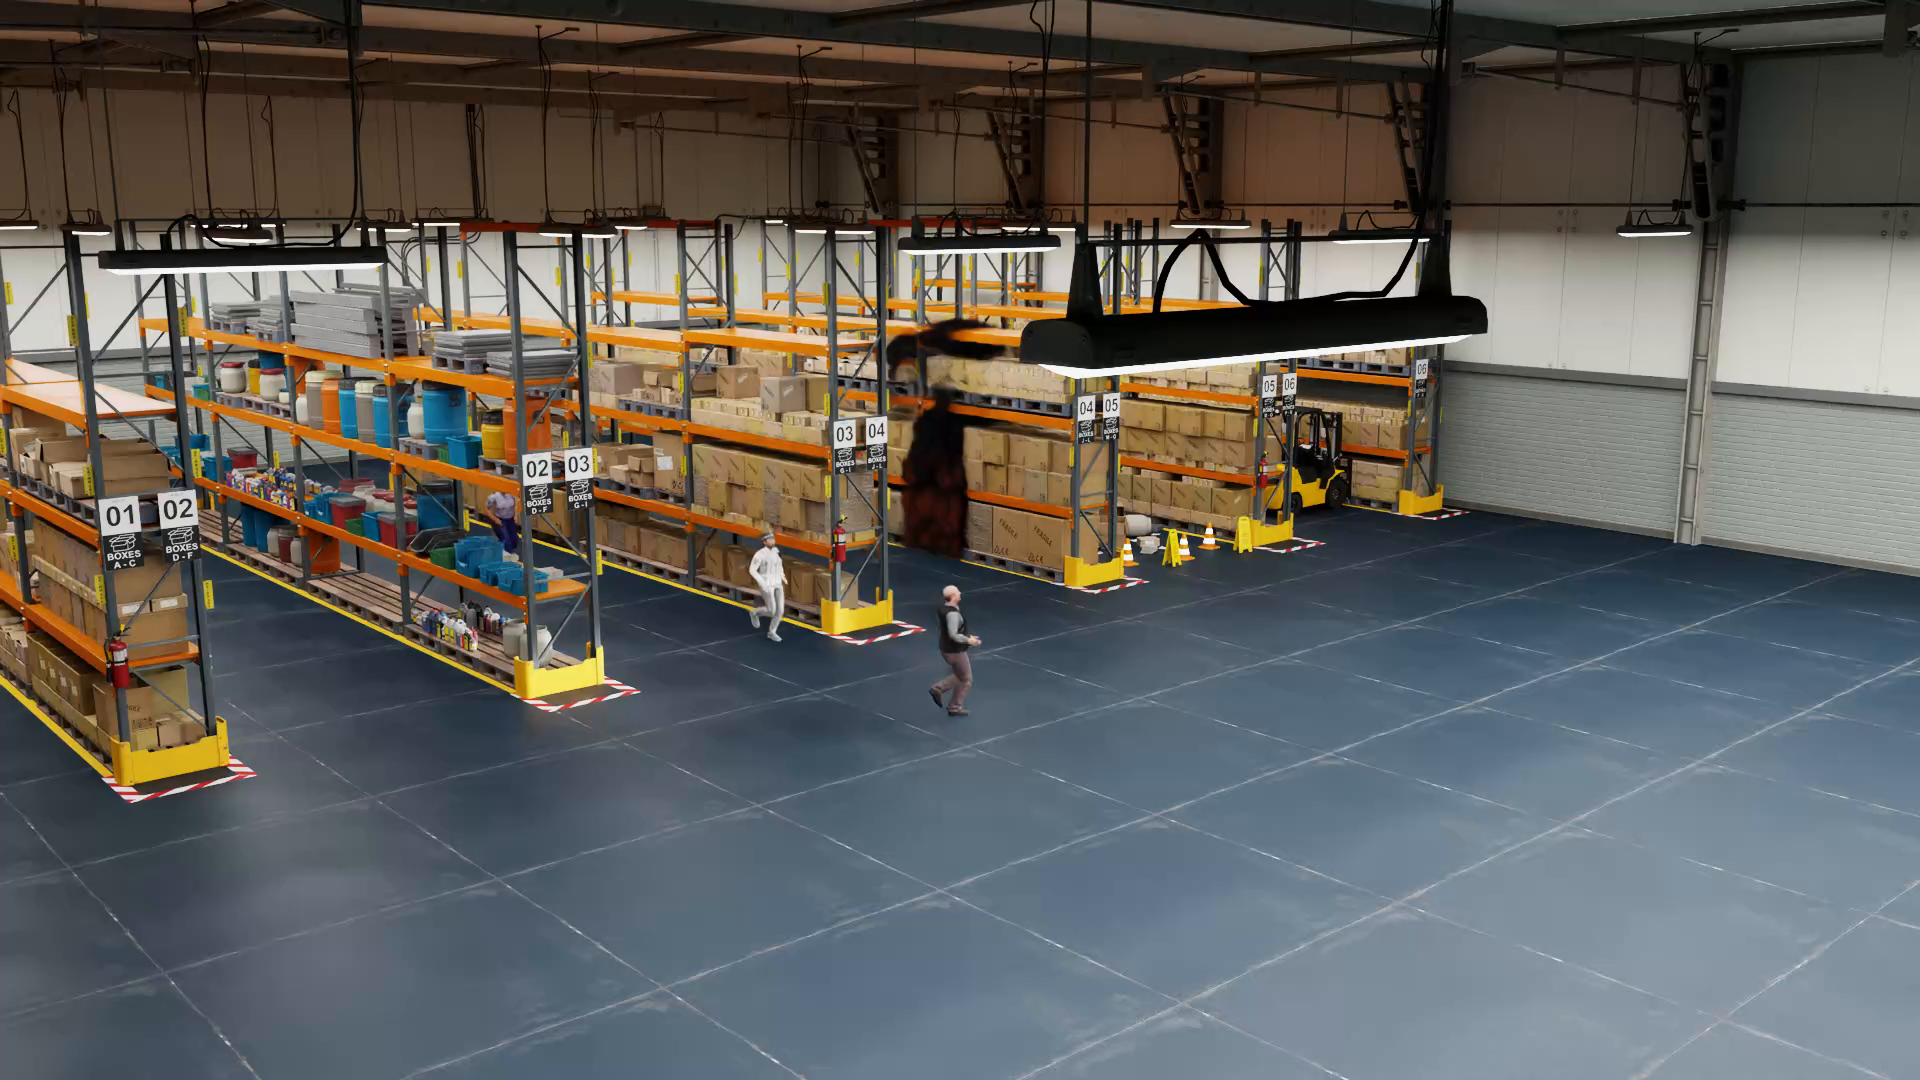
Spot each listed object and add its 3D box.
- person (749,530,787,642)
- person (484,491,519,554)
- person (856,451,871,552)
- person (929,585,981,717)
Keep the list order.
[{"bbox_3d":[-2.835,0.648,24.533,0.583,1.660,0.614,10,15,42],"label":"person"},{"bbox_3d":[-8.044,-0.277,29.252,0.626,1.619,0.621,-11,16,-43],"label":"person"},{"bbox_3d":[-1.820,-0.692,29.442,0.742,1.877,0.636,8,14,35],"label":"person"},{"bbox_3d":[-0.074,1.382,20.790,0.606,1.673,0.656,-3,12,-15],"label":"person"}]
